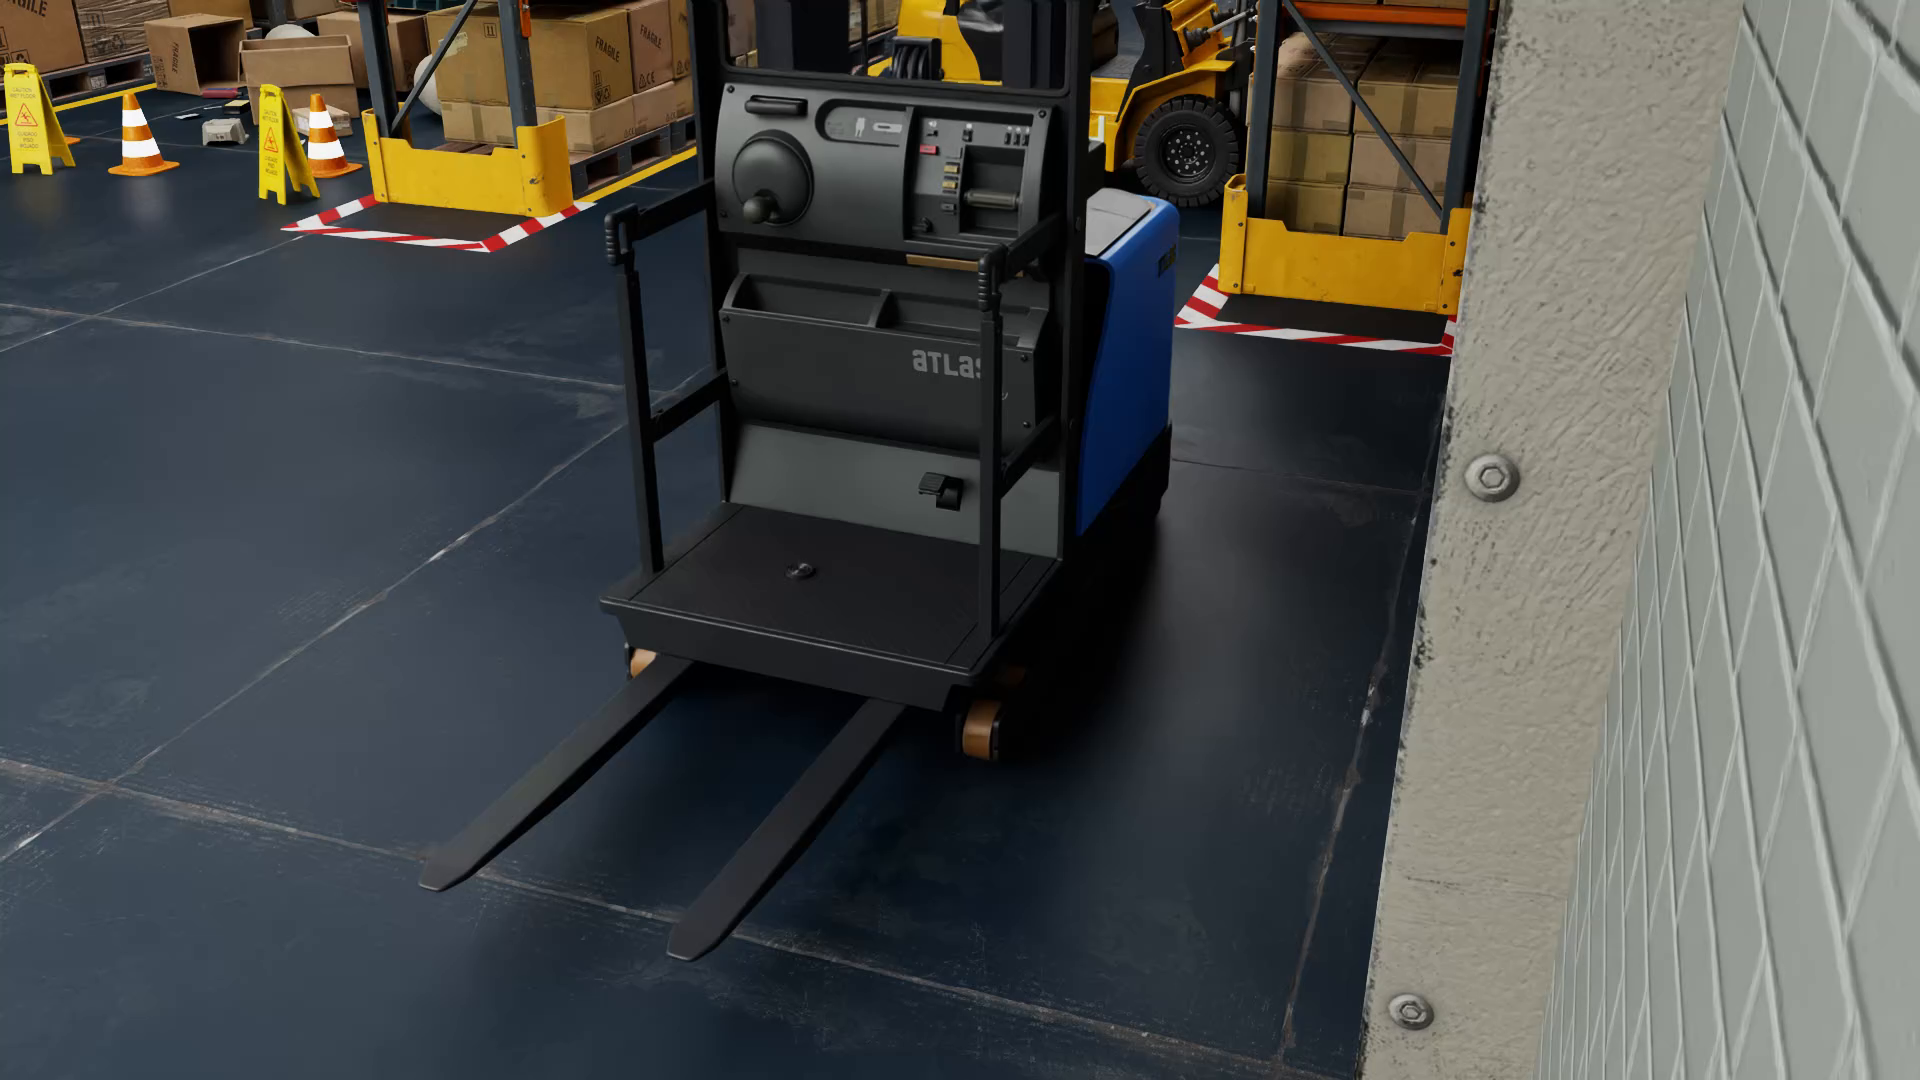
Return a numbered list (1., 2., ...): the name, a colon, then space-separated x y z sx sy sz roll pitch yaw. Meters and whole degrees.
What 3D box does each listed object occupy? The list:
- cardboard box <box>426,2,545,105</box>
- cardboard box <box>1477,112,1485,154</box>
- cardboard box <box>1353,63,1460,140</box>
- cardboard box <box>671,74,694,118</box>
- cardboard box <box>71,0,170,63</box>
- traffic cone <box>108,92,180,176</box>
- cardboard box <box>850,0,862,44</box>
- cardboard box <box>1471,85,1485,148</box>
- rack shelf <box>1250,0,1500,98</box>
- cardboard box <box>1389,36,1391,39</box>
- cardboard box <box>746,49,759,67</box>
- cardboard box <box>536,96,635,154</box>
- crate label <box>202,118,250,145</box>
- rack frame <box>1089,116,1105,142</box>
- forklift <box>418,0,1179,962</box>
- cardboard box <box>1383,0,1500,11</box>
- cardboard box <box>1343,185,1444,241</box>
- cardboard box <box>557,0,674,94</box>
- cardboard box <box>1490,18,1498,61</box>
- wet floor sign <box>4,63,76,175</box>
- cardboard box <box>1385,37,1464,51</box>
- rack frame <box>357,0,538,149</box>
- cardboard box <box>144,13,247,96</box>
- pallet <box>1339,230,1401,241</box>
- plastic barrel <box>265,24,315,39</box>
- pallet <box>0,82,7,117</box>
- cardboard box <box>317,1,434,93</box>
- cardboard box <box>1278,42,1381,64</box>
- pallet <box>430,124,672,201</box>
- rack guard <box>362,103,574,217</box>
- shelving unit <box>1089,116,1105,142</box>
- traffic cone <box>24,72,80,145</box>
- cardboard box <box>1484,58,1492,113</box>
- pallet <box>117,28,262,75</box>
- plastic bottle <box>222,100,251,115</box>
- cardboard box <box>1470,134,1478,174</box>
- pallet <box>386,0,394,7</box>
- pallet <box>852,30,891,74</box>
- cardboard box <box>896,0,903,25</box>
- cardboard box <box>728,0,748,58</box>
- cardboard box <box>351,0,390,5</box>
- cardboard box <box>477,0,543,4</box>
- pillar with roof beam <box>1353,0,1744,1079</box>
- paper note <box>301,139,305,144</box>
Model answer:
1. cardboard box: -2.809 -2.924 9.977 0.500 0.500 0.500 9 27 18
2. cardboard box: 2.877 -2.502 9.965 0.500 0.250 0.500 9 27 18
3. cardboard box: 2.191 -2.121 8.032 0.500 0.250 0.500 8 27 17
4. cardboard box: -1.954 -2.946 10.882 0.500 0.250 0.500 11 28 21
5. cardboard box: -6.772 -4.202 12.758 0.875 0.875 0.875 9 27 18
6. traffic cone: -5.063 -2.511 10.222 0.336 0.463 0.334 9 27 17
7. cardboard box: -1.326 -4.134 13.196 0.950 0.372 0.625 9 27 18
8. cardboard box: 2.544 -2.307 8.989 0.500 0.250 0.500 9 27 19
9. rack shelf: 2.518 -3.048 9.245 1.077 0.370 4.000 9 27 17
10. cardboard box: 2.210 -2.812 9.459 0.500 0.250 0.500 8 27 16
11. cardboard box: -1.610 -3.361 11.740 0.500 0.250 0.500 8 27 16
12. cardboard box: -2.301 -2.511 9.984 0.500 0.250 0.500 9 27 17
13. crate label: -4.860 -2.697 10.979 0.250 0.136 0.298 -5 26 -9
14. rack frame: 0.405 -0.992 6.238 0.240 1.200 0.015 10 28 19
15. forklift: -0.289 -0.945 4.154 1.130 2.935 3.031 10 28 19
16. cardboard box: 2.279 -2.758 7.706 0.500 0.500 0.500 10 27 19
17. cardboard box: 2.200 -1.675 8.257 0.500 0.250 0.500 9 27 18
18. cardboard box: -2.123 -3.074 10.286 0.500 0.500 0.500 8 27 16
19. cardboard box: 2.867 -2.948 9.740 0.500 0.250 0.500 9 27 18
20. wet floor sign: -5.674 -2.586 10.166 0.267 0.644 0.232 4 26 8
21. cardboard box: 2.530 -2.531 8.878 0.500 0.250 0.500 9 27 17
22. rack frame: -2.830 -3.268 8.874 1.000 3.000 0.127 9 27 17
23. cardboard box: -5.749 -3.678 12.585 0.500 0.500 0.500 14 29 26
24. pallet: 2.067 -1.615 8.660 1.003 0.211 1.213 9 27 17
25. plastic barrel: -5.131 -3.740 12.805 0.421 0.421 0.512 -14 29 -27
26. pallet: -7.339 -3.029 11.581 1.003 0.211 1.213 9 27 17
27. cardboard box: -4.329 -3.680 12.434 0.797 0.637 0.503 9 27 17
28. cardboard box: 1.876 -2.396 8.600 0.500 0.250 0.500 9 27 18
29. pallet: -2.501 -2.373 10.225 1.003 0.211 1.213 9 27 17
30. rack guard: -2.804 -2.174 9.483 1.175 0.500 0.348 9 27 17
31. shelving unit: 0.316 -0.893 6.033 0.258 1.200 0.503 10 28 19
32. traffic cone: -6.015 -2.815 10.849 0.336 0.463 0.334 9 27 17
33. cardboard box: 2.889 -2.719 9.839 0.500 0.250 0.500 9 27 17
34. pallet: -6.527 -4.032 13.652 1.003 0.211 1.213 9 27 17
35. plastic bottle: -5.165 -3.106 11.911 0.133 0.061 0.283 0 26 -1
36. cardboard box: 2.552 -2.088 9.111 0.500 0.250 0.500 8 27 17
37. pallet: -5.610 -5.164 15.990 1.003 0.211 1.213 9 27 17
38. pallet: -1.241 -3.977 13.538 1.003 0.211 1.213 9 27 17
39. cardboard box: -0.861 -4.716 14.398 0.950 0.372 0.625 10 27 19
40. cardboard box: -1.779 -3.500 11.165 0.500 0.500 0.500 10 28 20
41. cardboard box: -5.754 -5.429 15.436 1.050 0.750 0.750 9 27 17
42. cardboard box: -2.750 -3.377 10.167 0.380 0.149 0.250 10 27 19
43. pillar with roof beam: -3.122 -3.564 2.601 9.100 9.000 0.400 9 27 17
44. paper note: -4.392 -2.609 10.920 0.148 0.019 0.142 0 26 -1
